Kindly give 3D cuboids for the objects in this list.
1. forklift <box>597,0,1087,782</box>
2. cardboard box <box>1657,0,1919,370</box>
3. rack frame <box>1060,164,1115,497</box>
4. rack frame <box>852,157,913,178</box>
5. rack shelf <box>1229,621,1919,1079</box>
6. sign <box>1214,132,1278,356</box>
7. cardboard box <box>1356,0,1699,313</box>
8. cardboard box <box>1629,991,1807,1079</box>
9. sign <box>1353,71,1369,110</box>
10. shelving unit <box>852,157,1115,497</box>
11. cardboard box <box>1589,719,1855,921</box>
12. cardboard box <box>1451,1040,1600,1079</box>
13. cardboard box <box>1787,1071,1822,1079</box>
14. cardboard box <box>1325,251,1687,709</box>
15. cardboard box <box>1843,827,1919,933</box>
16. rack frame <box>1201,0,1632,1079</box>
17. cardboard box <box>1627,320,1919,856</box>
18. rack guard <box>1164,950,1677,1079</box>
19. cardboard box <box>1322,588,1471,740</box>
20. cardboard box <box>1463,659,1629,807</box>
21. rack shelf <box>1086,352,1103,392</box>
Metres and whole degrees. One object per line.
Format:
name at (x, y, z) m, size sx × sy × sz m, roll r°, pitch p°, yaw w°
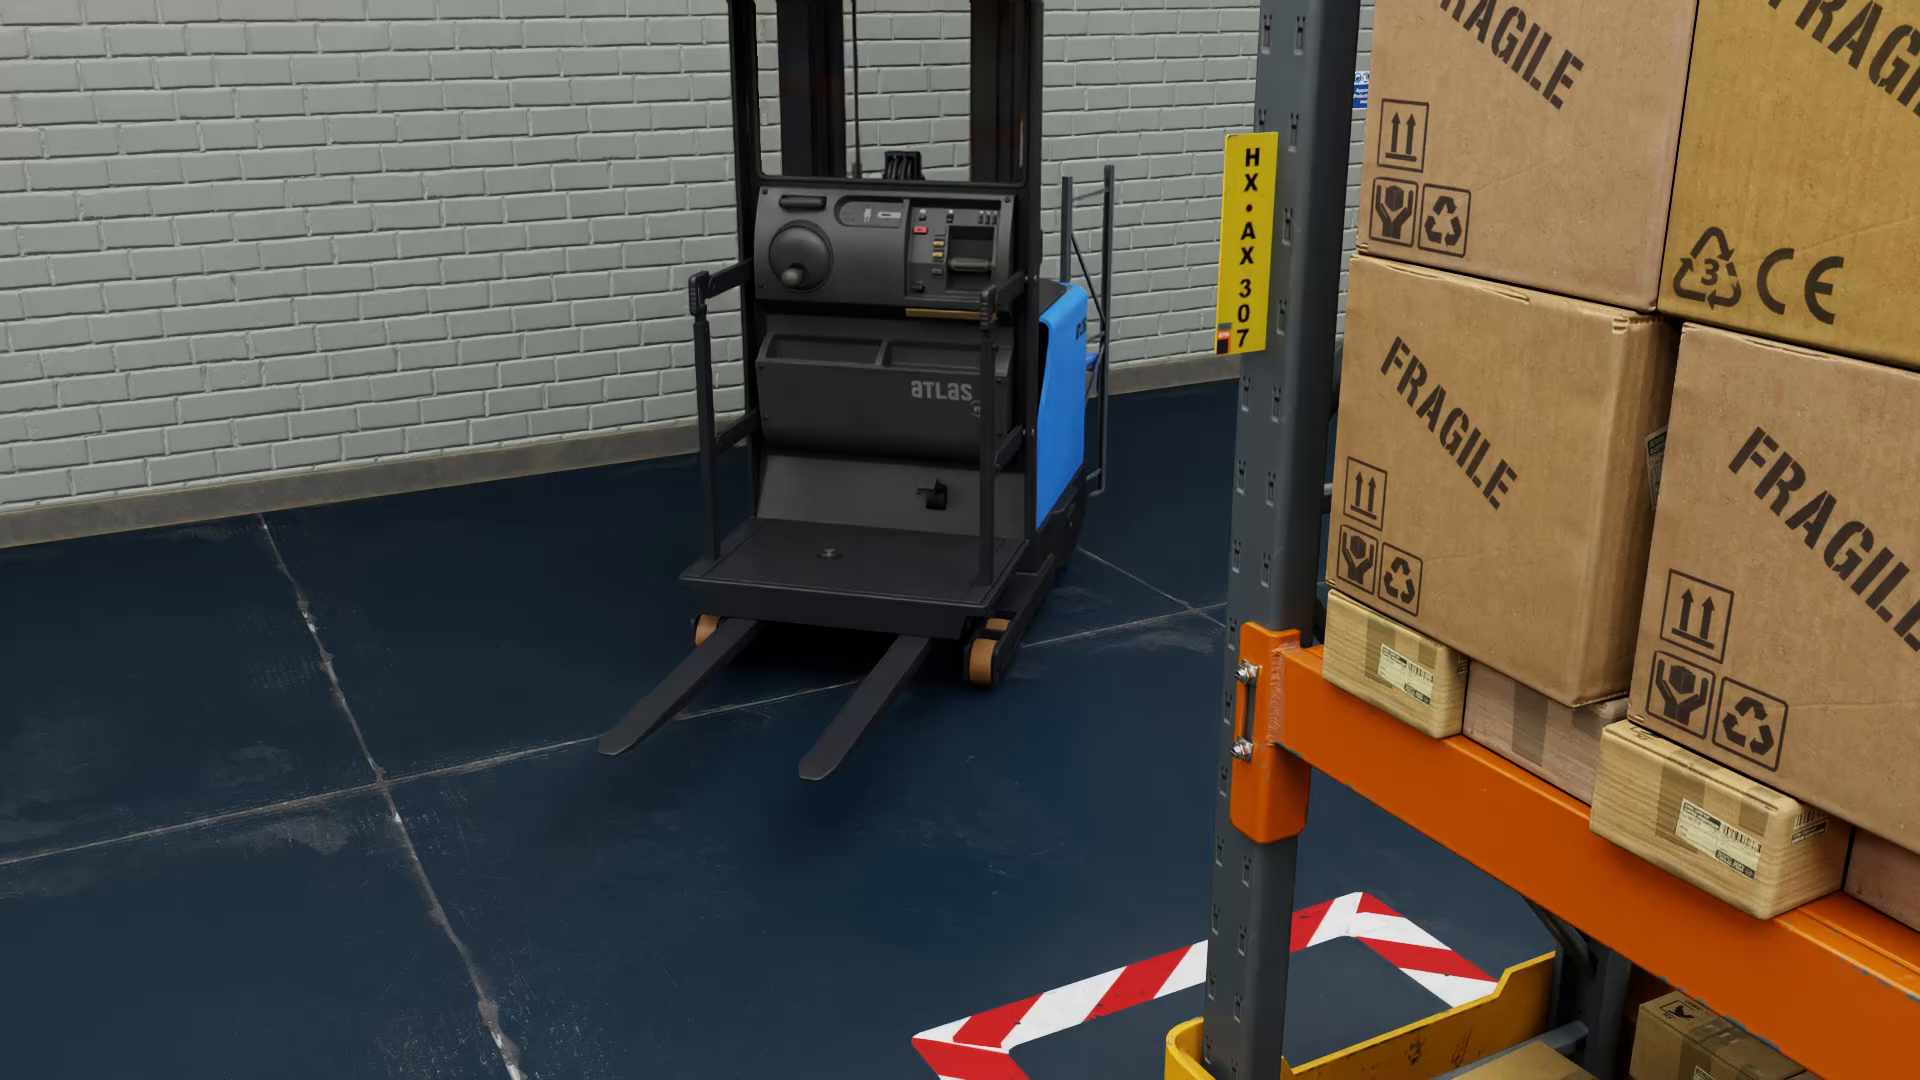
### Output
forklift at (-0.322, -1.024, 5.604) m, size 1.130 × 2.935 × 3.031 m, roll 5°, pitch 20°, yaw 14°
cardboard box at (1.131, -0.461, 1.727) m, size 0.500 × 0.500 × 0.500 m, roll -9°, pitch 21°, yaw -25°
rack frame at (0.552, -0.872, 7.360) m, size 0.032 × 1.500 × 0.500 m, roll 10°, pitch 21°, yaw 26°
rack frame at (-0.350, -1.025, 7.804) m, size 0.032 × 1.500 × 0.500 m, roll 10°, pitch 21°, yaw 26°
rack shelf at (1.856, 0.800, 1.318) m, size 1.077 × 0.370 × 4.000 m, roll -10°, pitch 21°, yaw -27°
sign at (0.429, -0.440, 2.480) m, size 0.100 × 0.325 × 0.005 m, roll -10°, pitch 21°, yaw -27°
cardboard box at (0.886, -0.605, 2.144) m, size 0.500 × 0.500 × 0.500 m, roll -10°, pitch 21°, yaw -27°
cardboard box at (1.381, 0.866, 2.838) m, size 0.380 × 0.149 × 0.250 m, roll -10°, pitch 21°, yaw -26°
sign at (2.445, -2.663, 9.837) m, size 0.327 × 0.218 × 0.001 m, roll -10°, pitch 21°, yaw -27°
shelving unit at (0.101, -0.949, 7.582) m, size 1.048 × 1.500 × 0.538 m, roll 10°, pitch 21°, yaw 26°
cardboard box at (1.010, 0.300, 2.048) m, size 0.380 × 0.149 × 0.250 m, roll -11°, pitch 22°, yaw -28°
cardboard box at (0.856, 0.956, 2.576) m, size 0.380 × 0.149 × 0.250 m, roll -11°, pitch 22°, yaw -29°
cardboard box at (1.450, 0.947, 2.603) m, size 0.380 × 0.149 × 0.250 m, roll -10°, pitch 21°, yaw -26°
cardboard box at (0.877, -0.131, 2.303) m, size 0.500 × 0.500 × 0.500 m, roll -9°, pitch 21°, yaw -24°
cardboard box at (1.254, 0.353, 1.894) m, size 0.380 × 0.149 × 0.250 m, roll -9°, pitch 21°, yaw -24°
rack frame at (0.904, -0.114, 2.863) m, size 0.949 × 2.616 × 0.053 m, roll -10°, pitch 21°, yaw -27°
cardboard box at (1.153, 0.019, 1.869) m, size 0.500 × 0.500 × 0.500 m, roll -10°, pitch 21°, yaw -27°
rack guard at (0.943, 1.089, 3.209) m, size 1.175 × 0.500 × 0.348 m, roll -10°, pitch 21°, yaw -27°
cardboard box at (0.772, 0.148, 2.489) m, size 0.380 × 0.149 × 0.250 m, roll -10°, pitch 21°, yaw -27°
cardboard box at (0.929, 0.215, 2.296) m, size 0.380 × 0.149 × 0.250 m, roll -9°, pitch 21°, yaw -25°
rack shelf at (0.101, -0.779, 7.640) m, size 1.000 × 0.185 × 0.538 m, roll 10°, pitch 21°, yaw 26°
